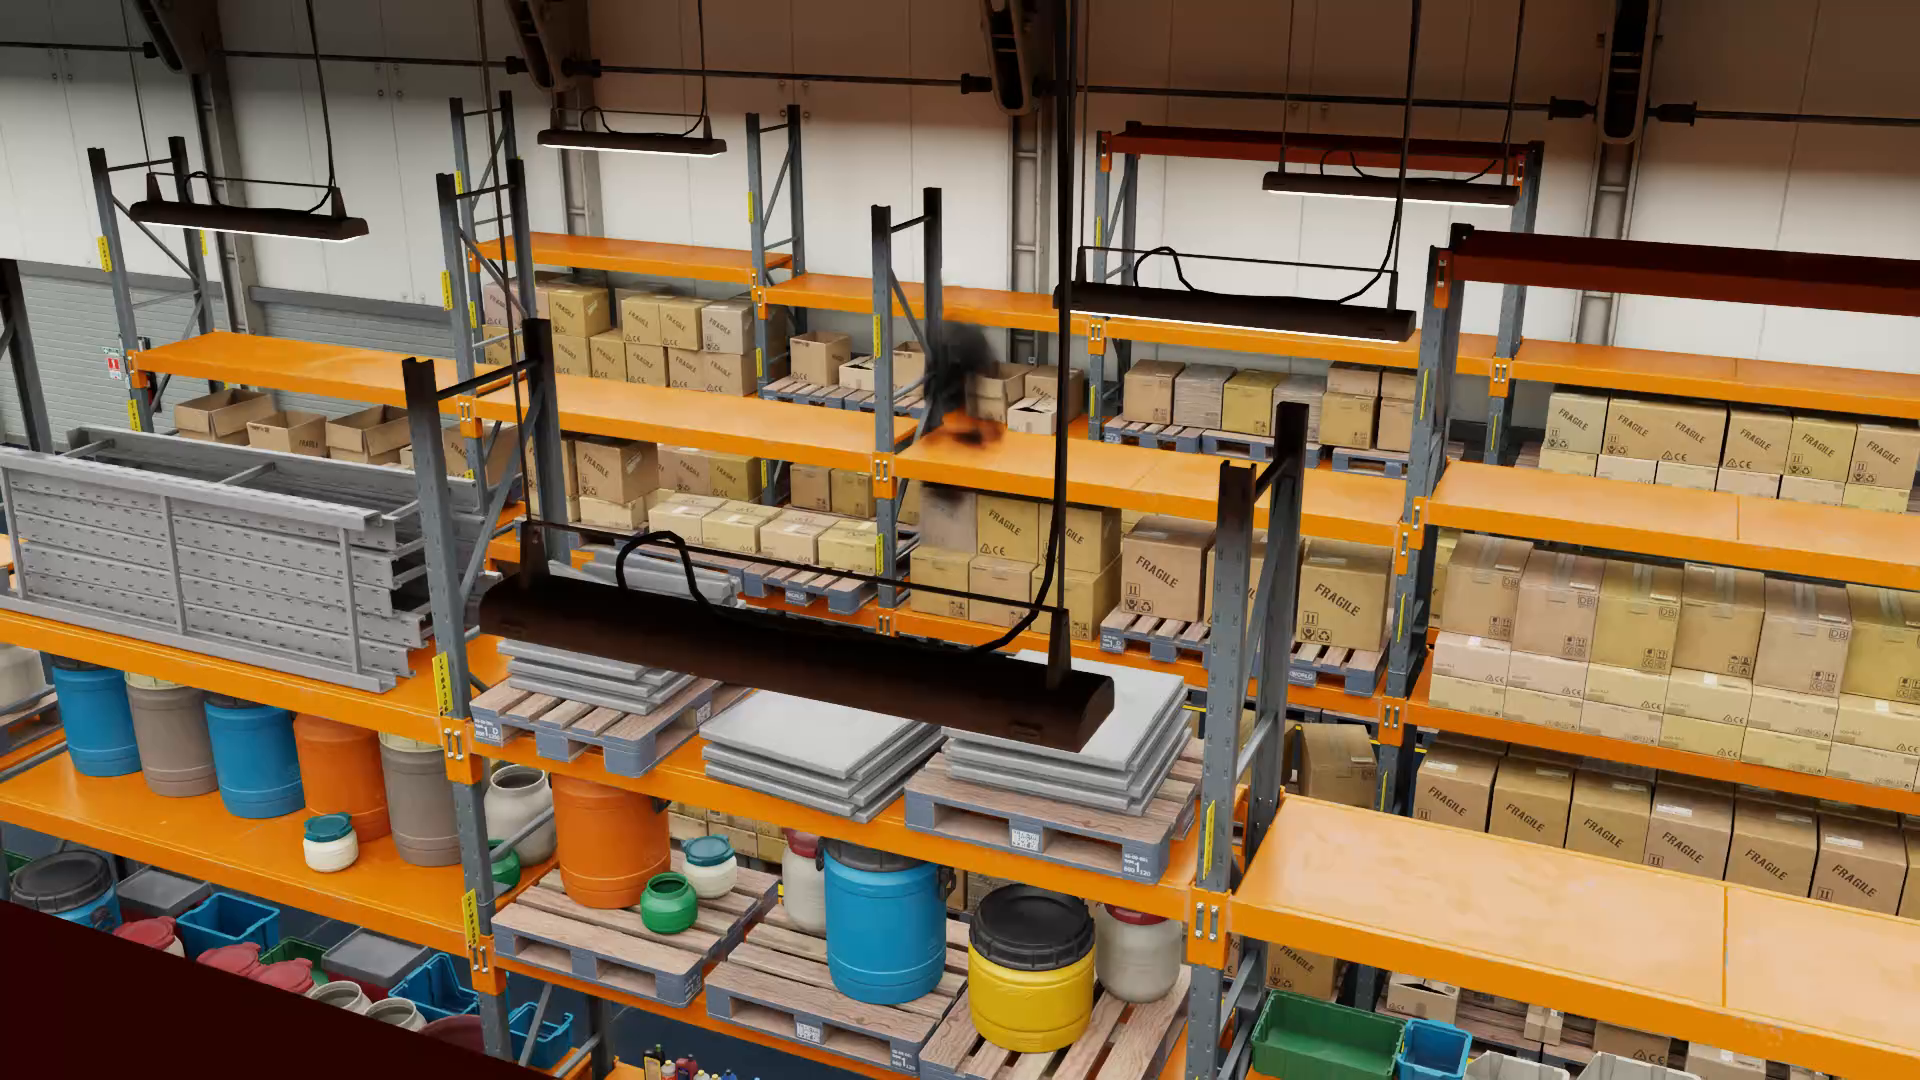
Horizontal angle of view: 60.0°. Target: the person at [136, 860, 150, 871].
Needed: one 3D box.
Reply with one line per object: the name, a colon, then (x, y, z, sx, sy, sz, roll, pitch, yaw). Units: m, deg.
person: (-6.575, 2.526, 13.560, 0.717, 1.784, 0.663, 9, 22, 23)
